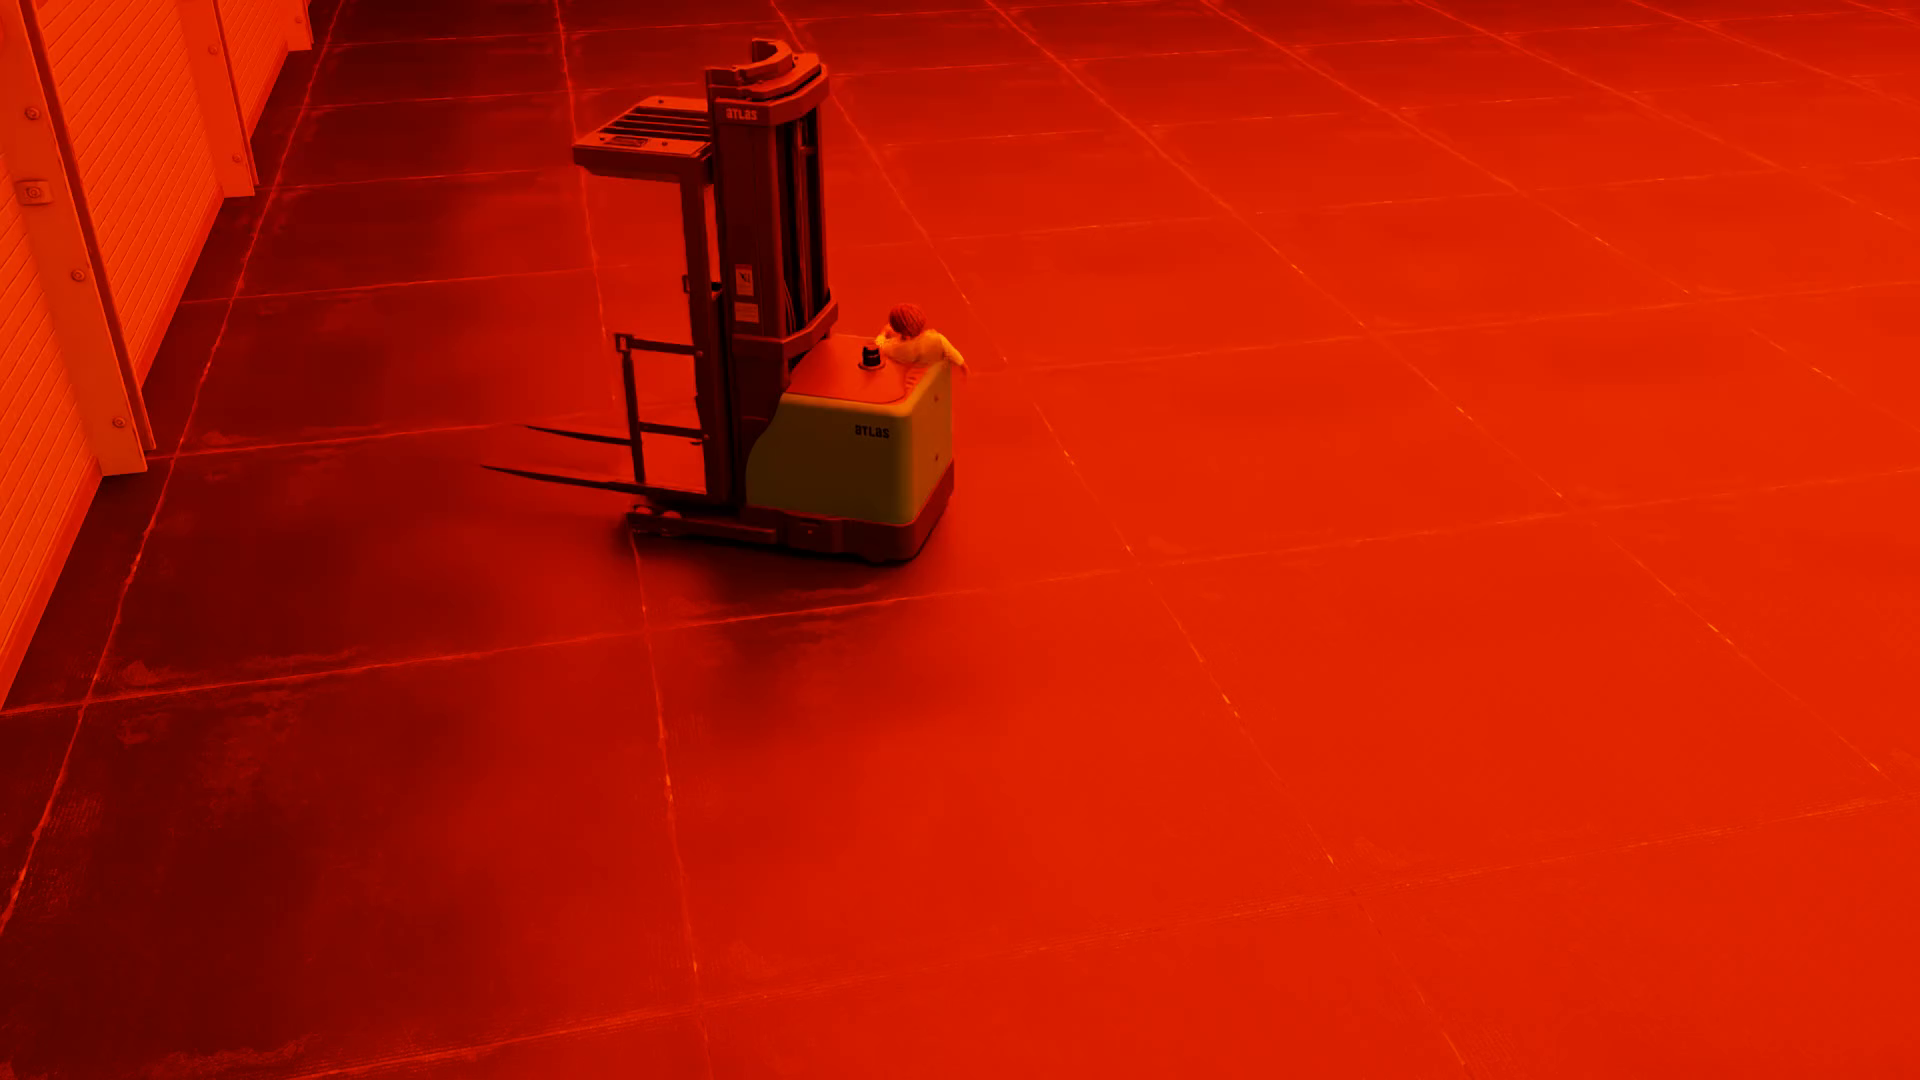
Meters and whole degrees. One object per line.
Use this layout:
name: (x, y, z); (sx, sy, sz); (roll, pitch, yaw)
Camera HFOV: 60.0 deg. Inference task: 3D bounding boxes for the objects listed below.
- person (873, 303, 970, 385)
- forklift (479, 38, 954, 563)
person: (-0.267, -0.920, 10.629); (0.752, 1.468, 0.774); (-17, 34, -27)
forklift: (-1.614, -1.529, 10.216); (3.031, 2.935, 1.130); (8, 31, 13)
